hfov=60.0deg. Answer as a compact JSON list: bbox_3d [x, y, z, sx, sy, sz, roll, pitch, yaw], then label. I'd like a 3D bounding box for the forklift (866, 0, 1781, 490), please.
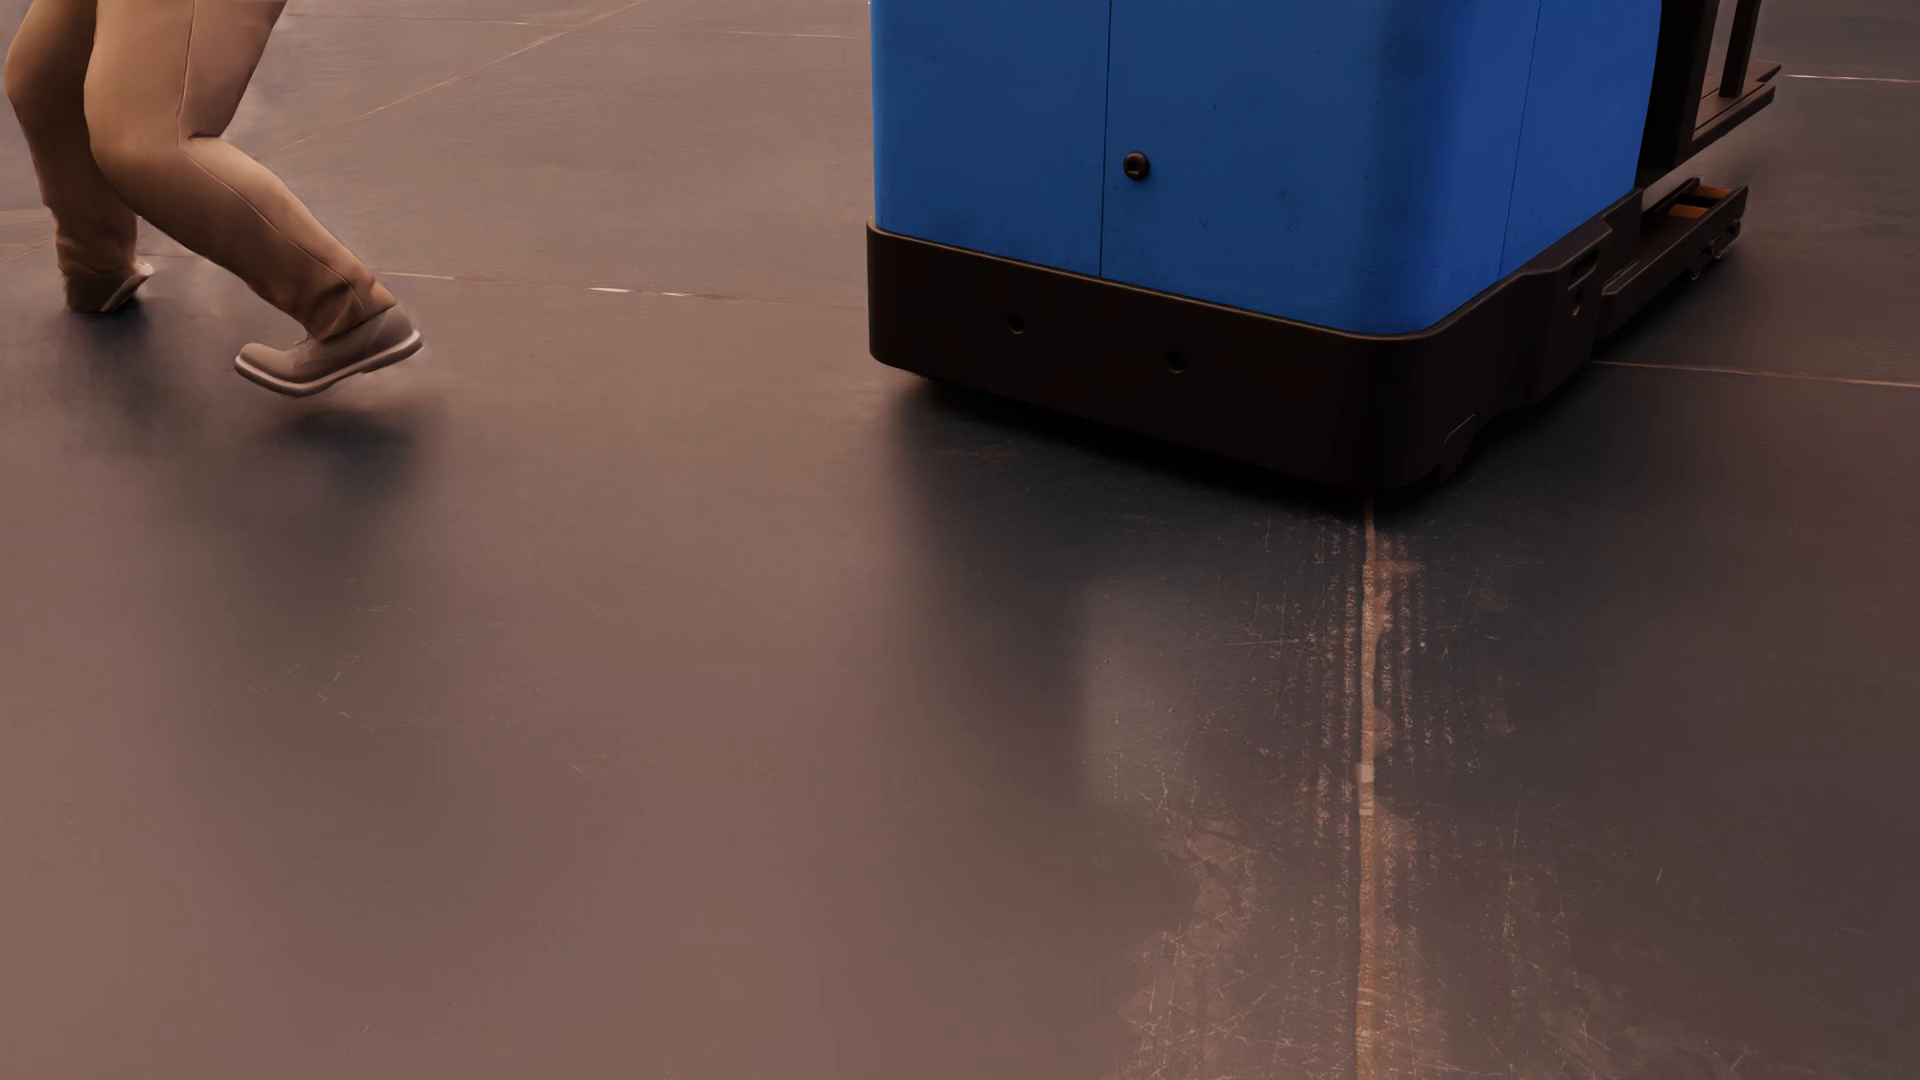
[{"bbox_3d":[1.117,-1.987,3.184,1.130,2.935,3.031,18,32,32],"label":"forklift"}]

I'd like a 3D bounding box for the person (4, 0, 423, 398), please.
[{"bbox_3d":[-1.459,-0.967,2.916,0.578,1.623,1.109,-18,32,-31],"label":"person"}]
